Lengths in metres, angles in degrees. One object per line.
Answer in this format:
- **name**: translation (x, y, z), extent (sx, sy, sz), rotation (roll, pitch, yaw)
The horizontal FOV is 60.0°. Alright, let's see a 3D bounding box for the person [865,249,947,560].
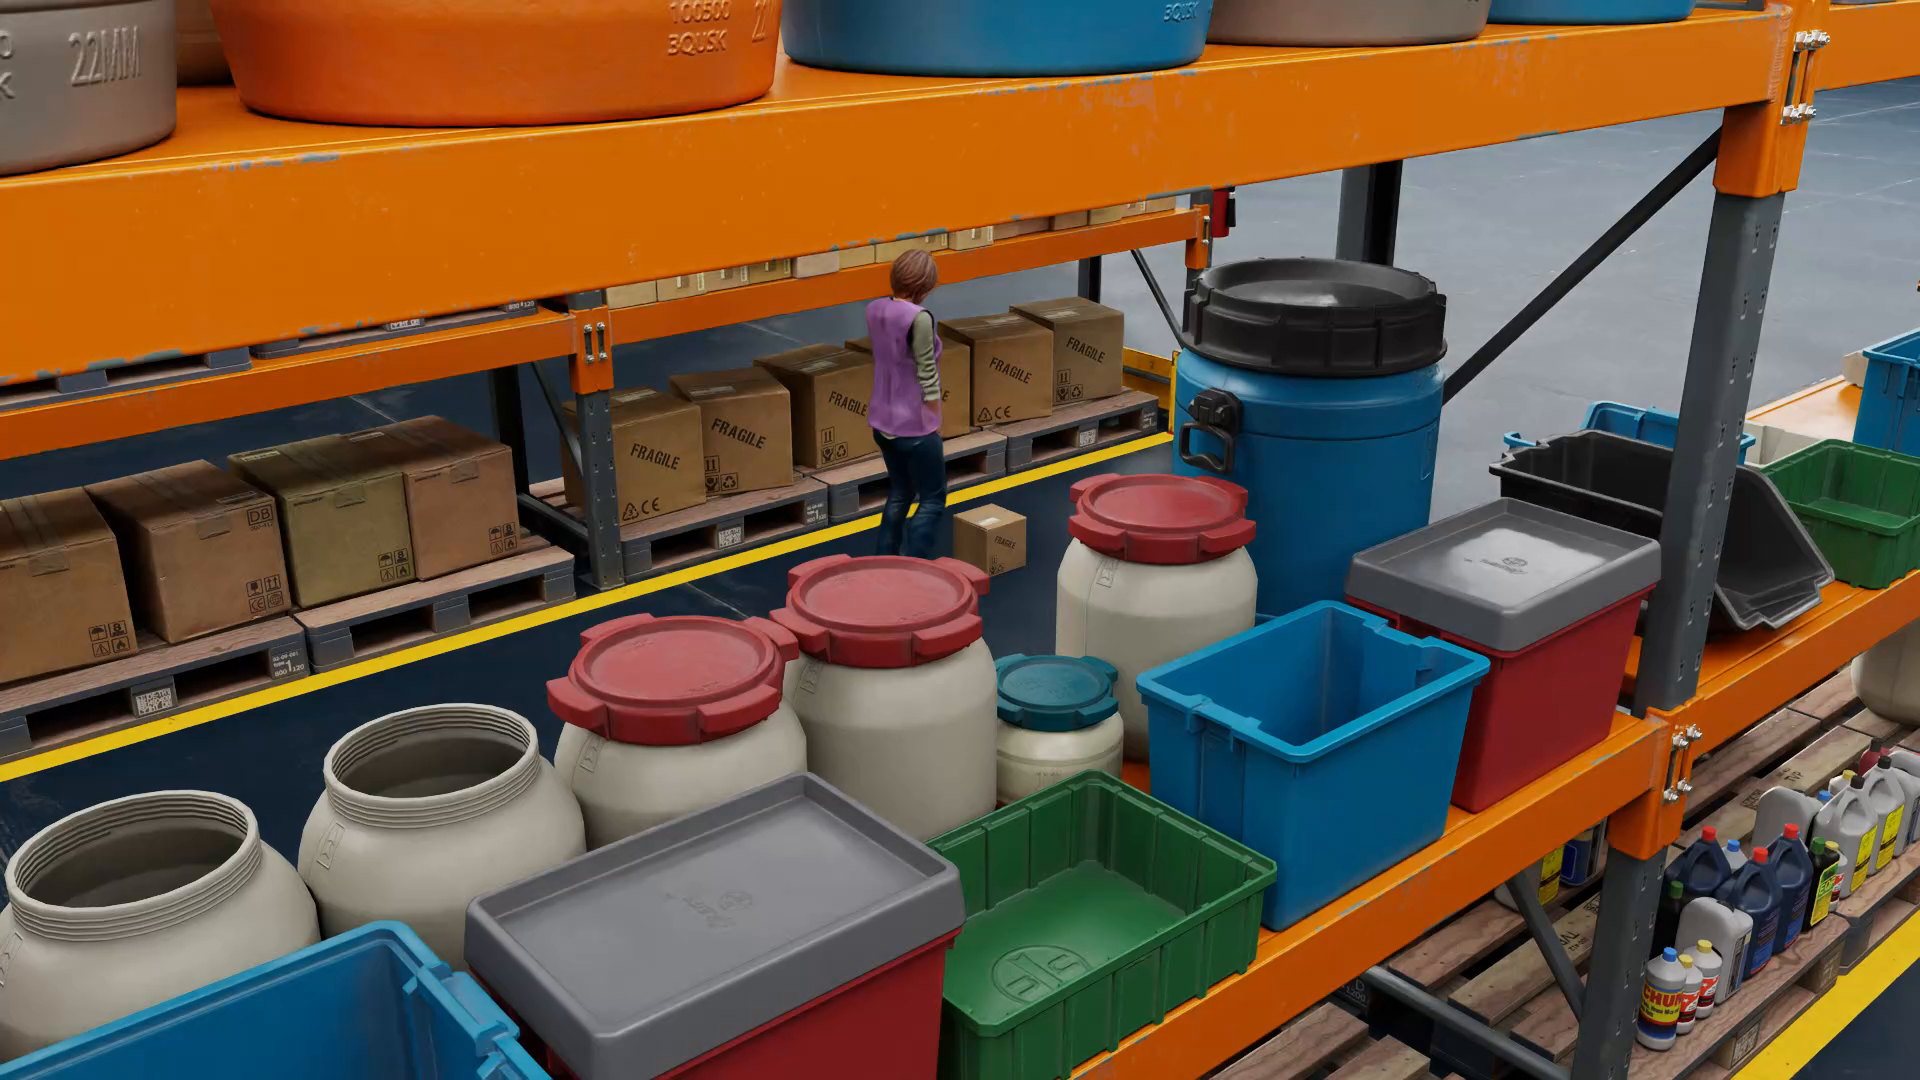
- **person**: translation (-0.244, -0.507, 7.438), extent (0.340, 1.580, 0.417), rotation (-16, 27, -36)
